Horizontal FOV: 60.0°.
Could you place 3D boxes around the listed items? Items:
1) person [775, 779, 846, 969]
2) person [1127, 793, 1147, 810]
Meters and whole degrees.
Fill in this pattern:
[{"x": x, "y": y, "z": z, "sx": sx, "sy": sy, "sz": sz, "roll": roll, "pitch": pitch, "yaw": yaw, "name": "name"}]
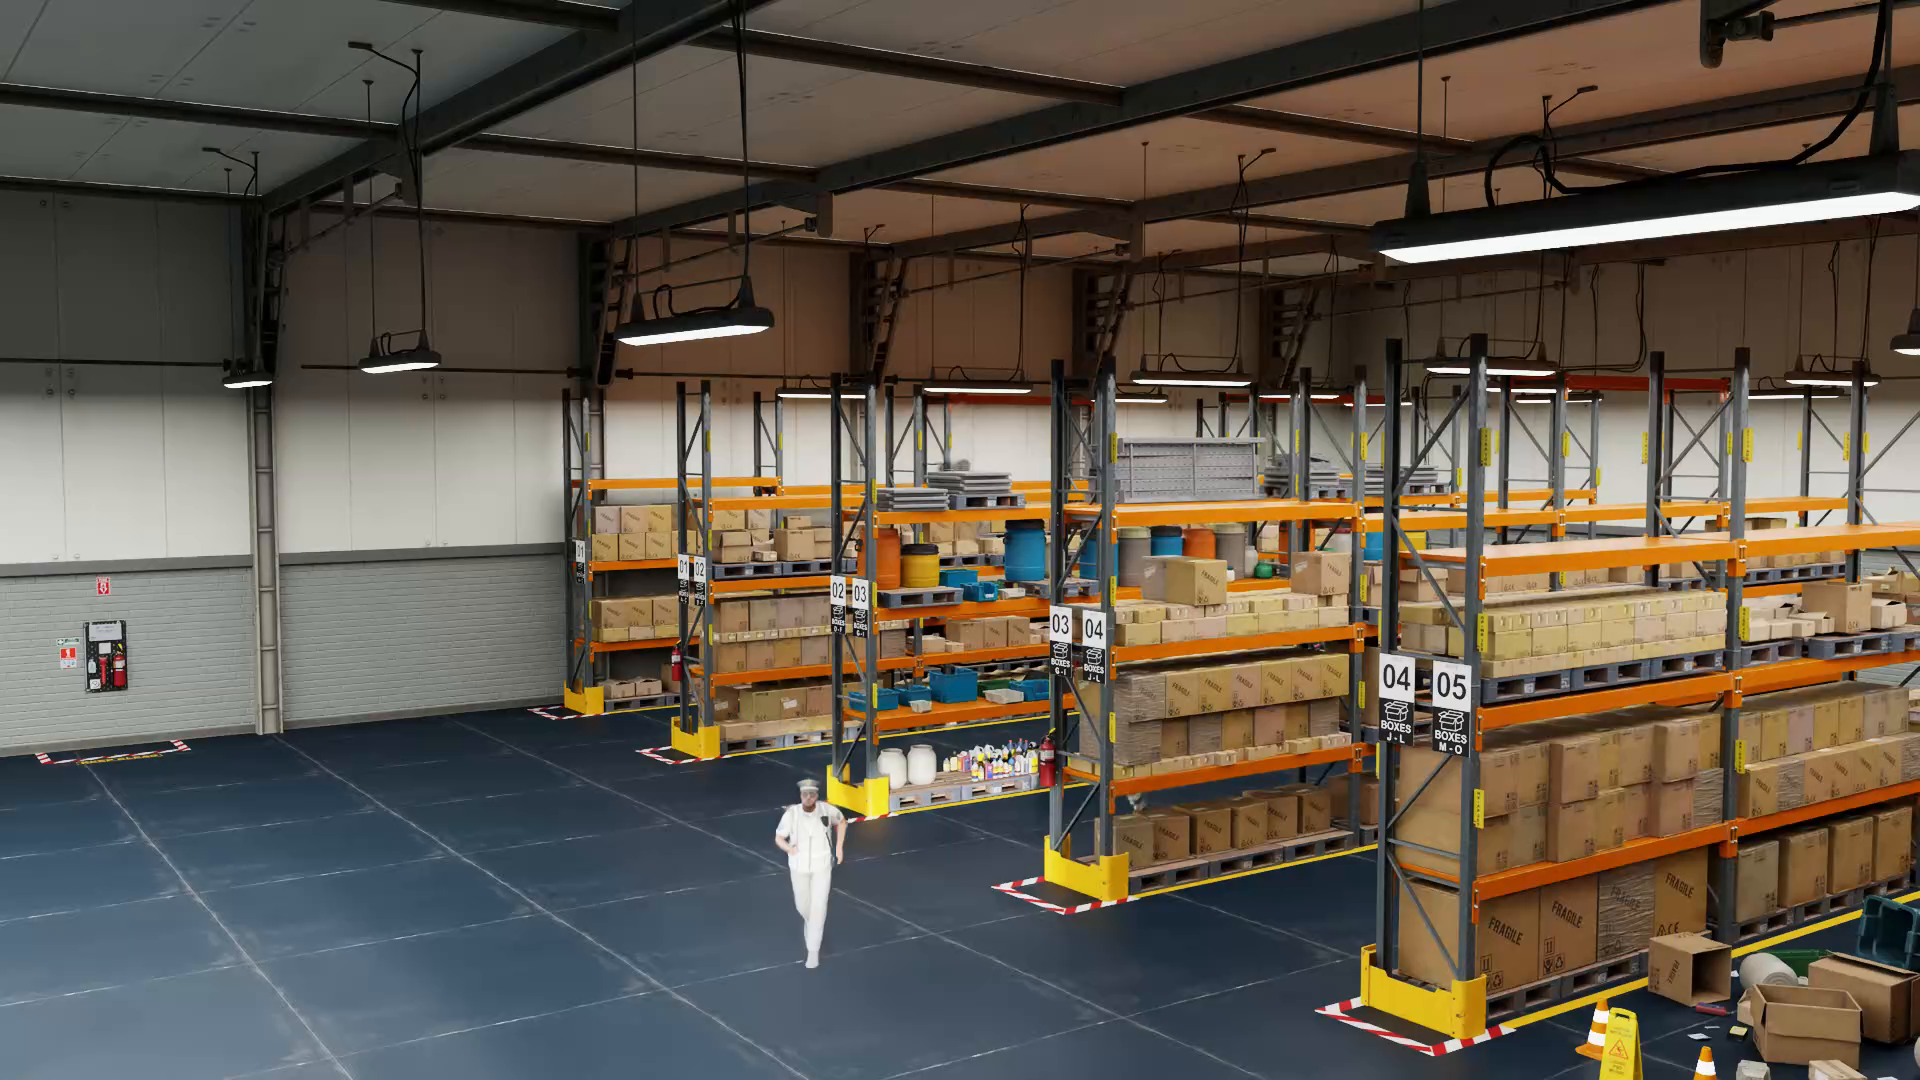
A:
[{"x": -1.473, "y": 3.248, "z": 16.454, "sx": 0.693, "sy": 1.831, "sz": 0.938, "roll": 0, "pitch": 4, "yaw": -3, "name": "person"}, {"x": 2.244, "y": 2.862, "z": 21.869, "sx": 0.640, "sy": 1.750, "sz": 0.661, "roll": 4, "pitch": 5, "yaw": 44, "name": "person"}]
